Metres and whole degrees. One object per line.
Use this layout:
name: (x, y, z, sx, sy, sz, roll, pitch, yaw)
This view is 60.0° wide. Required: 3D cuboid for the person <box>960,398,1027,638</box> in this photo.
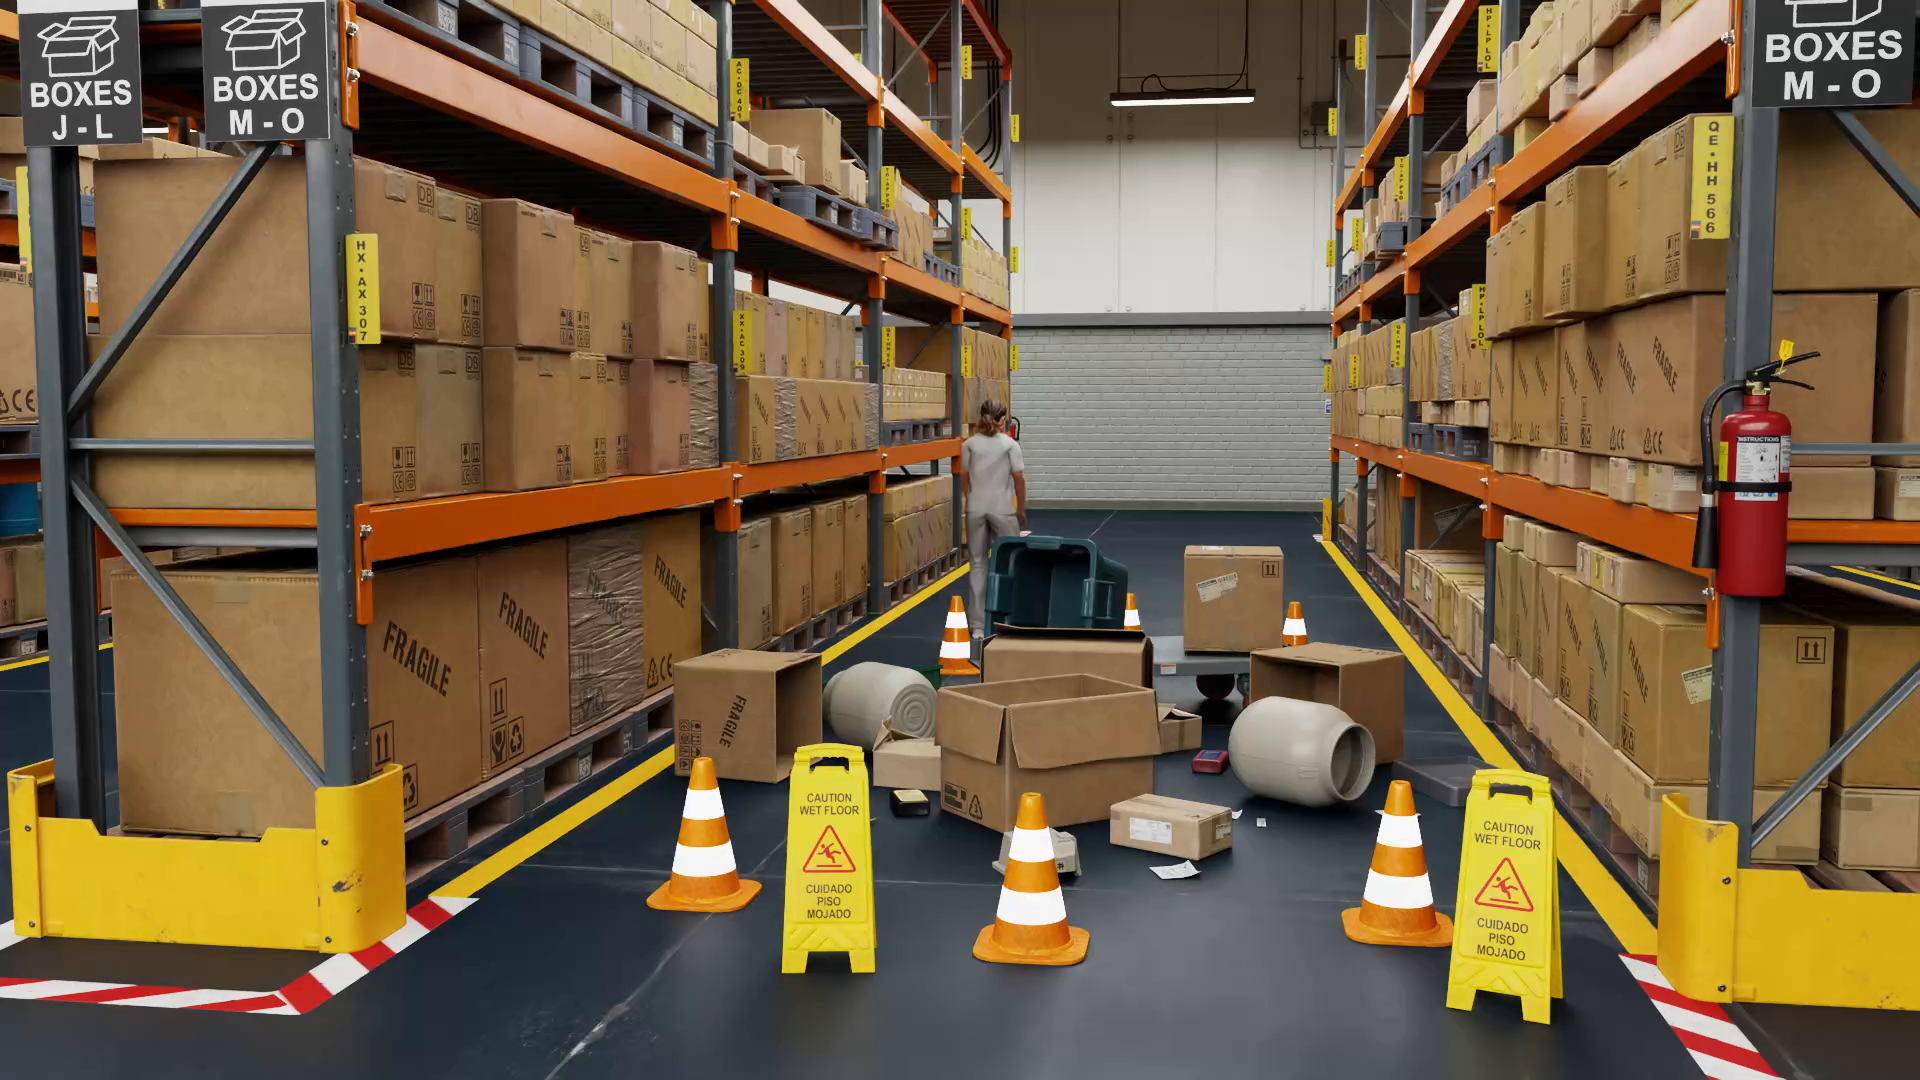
person: (0.256, -0.137, 11.673, 0.485, 1.638, 0.543, 1, 5, 12)
